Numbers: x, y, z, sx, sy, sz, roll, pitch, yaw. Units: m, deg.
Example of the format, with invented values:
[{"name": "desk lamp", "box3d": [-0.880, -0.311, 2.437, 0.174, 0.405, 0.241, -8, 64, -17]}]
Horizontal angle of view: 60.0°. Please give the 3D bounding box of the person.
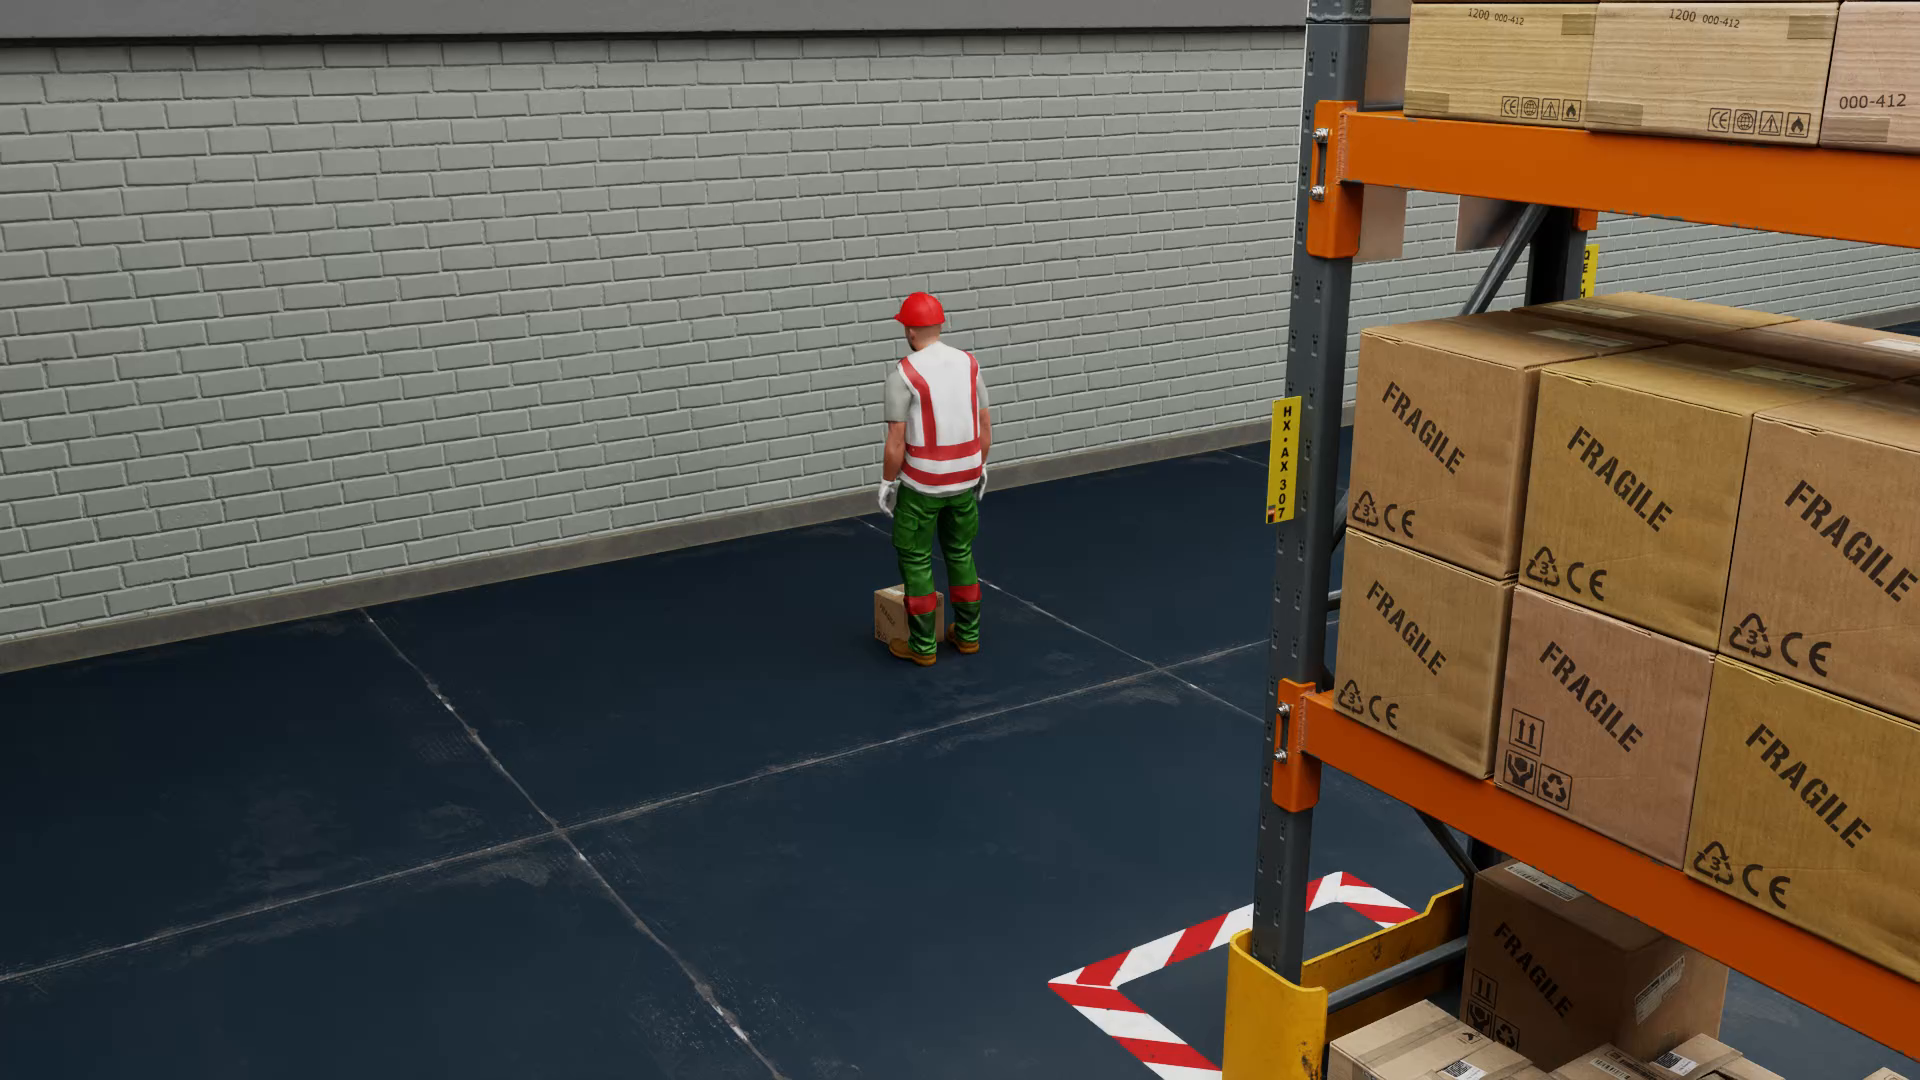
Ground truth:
[{"name": "person", "box3d": [-0.124, -0.286, 7.917, 0.606, 1.778, 0.453, -11, 21, -31]}]
